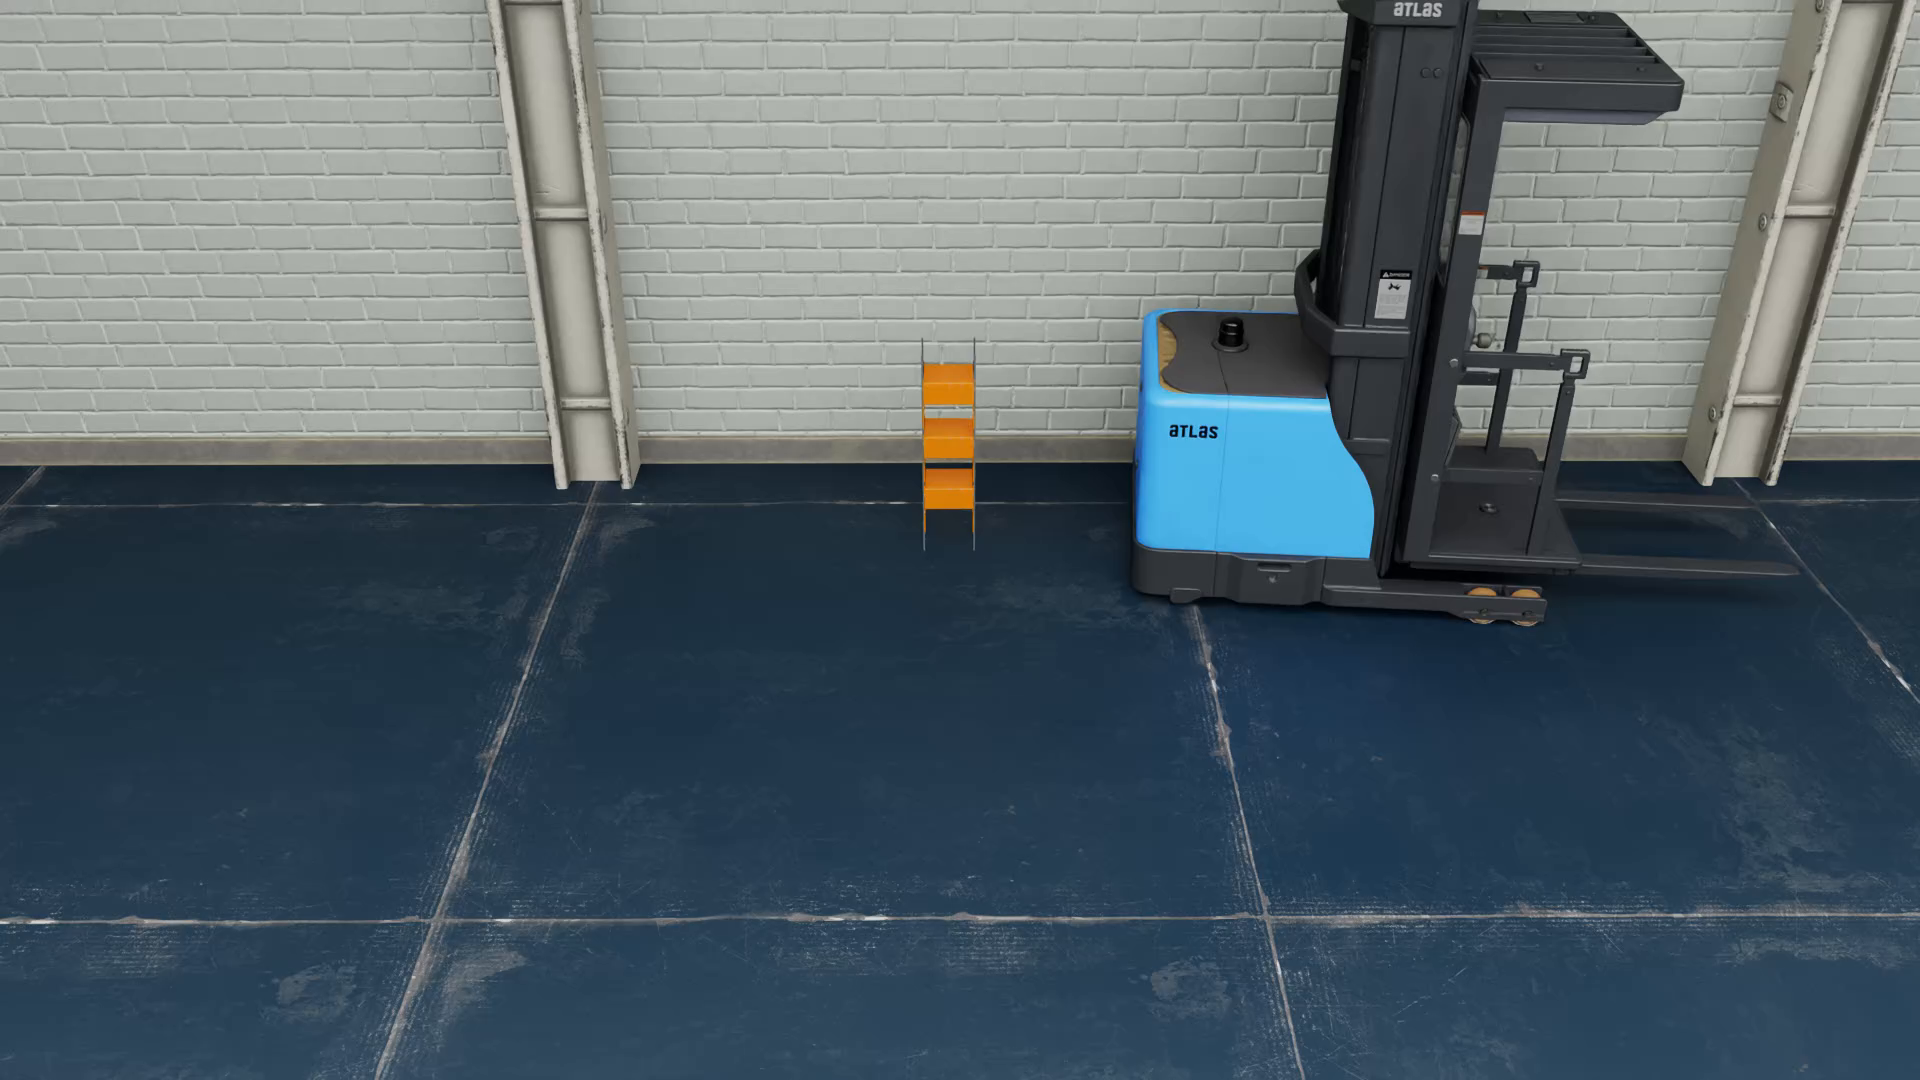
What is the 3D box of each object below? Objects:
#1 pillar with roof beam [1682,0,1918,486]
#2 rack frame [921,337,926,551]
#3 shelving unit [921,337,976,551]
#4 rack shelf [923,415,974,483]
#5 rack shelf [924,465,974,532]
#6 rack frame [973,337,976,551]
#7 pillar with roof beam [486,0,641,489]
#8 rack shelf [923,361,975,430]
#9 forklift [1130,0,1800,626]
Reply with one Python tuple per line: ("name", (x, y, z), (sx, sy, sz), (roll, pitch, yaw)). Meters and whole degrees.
("pillar with roof beam", (4.112, -1.981, 2.839), (0.400, 9.000, 9.100), (0, 31, 0))
("rack frame", (-0.176, -0.448, 7.977), (0.008, 1.050, 0.200), (0, 31, 0))
("shelving unit", (-0.054, -0.449, 7.977), (0.252, 1.050, 0.215), (0, 31, 0))
("rack shelf", (-0.054, -0.440, 7.983), (0.240, 0.259, 0.215), (0, 31, 0))
("rack shelf", (-0.054, -0.202, 8.127), (0.240, 0.259, 0.215), (0, 31, 0))
("rack frame", (0.068, -0.449, 7.978), (0.008, 1.050, 0.200), (0, 31, 0))
("pillar with roof beam", (-1.887, -1.962, 2.809), (0.400, 9.000, 9.100), (0, 31, 0))
("rack shelf", (-0.054, -0.682, 7.836), (0.240, 0.259, 0.215), (0, 31, 0))
("forklift", (2.345, -1.148, 7.317), (3.031, 2.935, 1.130), (3, 31, 4))
